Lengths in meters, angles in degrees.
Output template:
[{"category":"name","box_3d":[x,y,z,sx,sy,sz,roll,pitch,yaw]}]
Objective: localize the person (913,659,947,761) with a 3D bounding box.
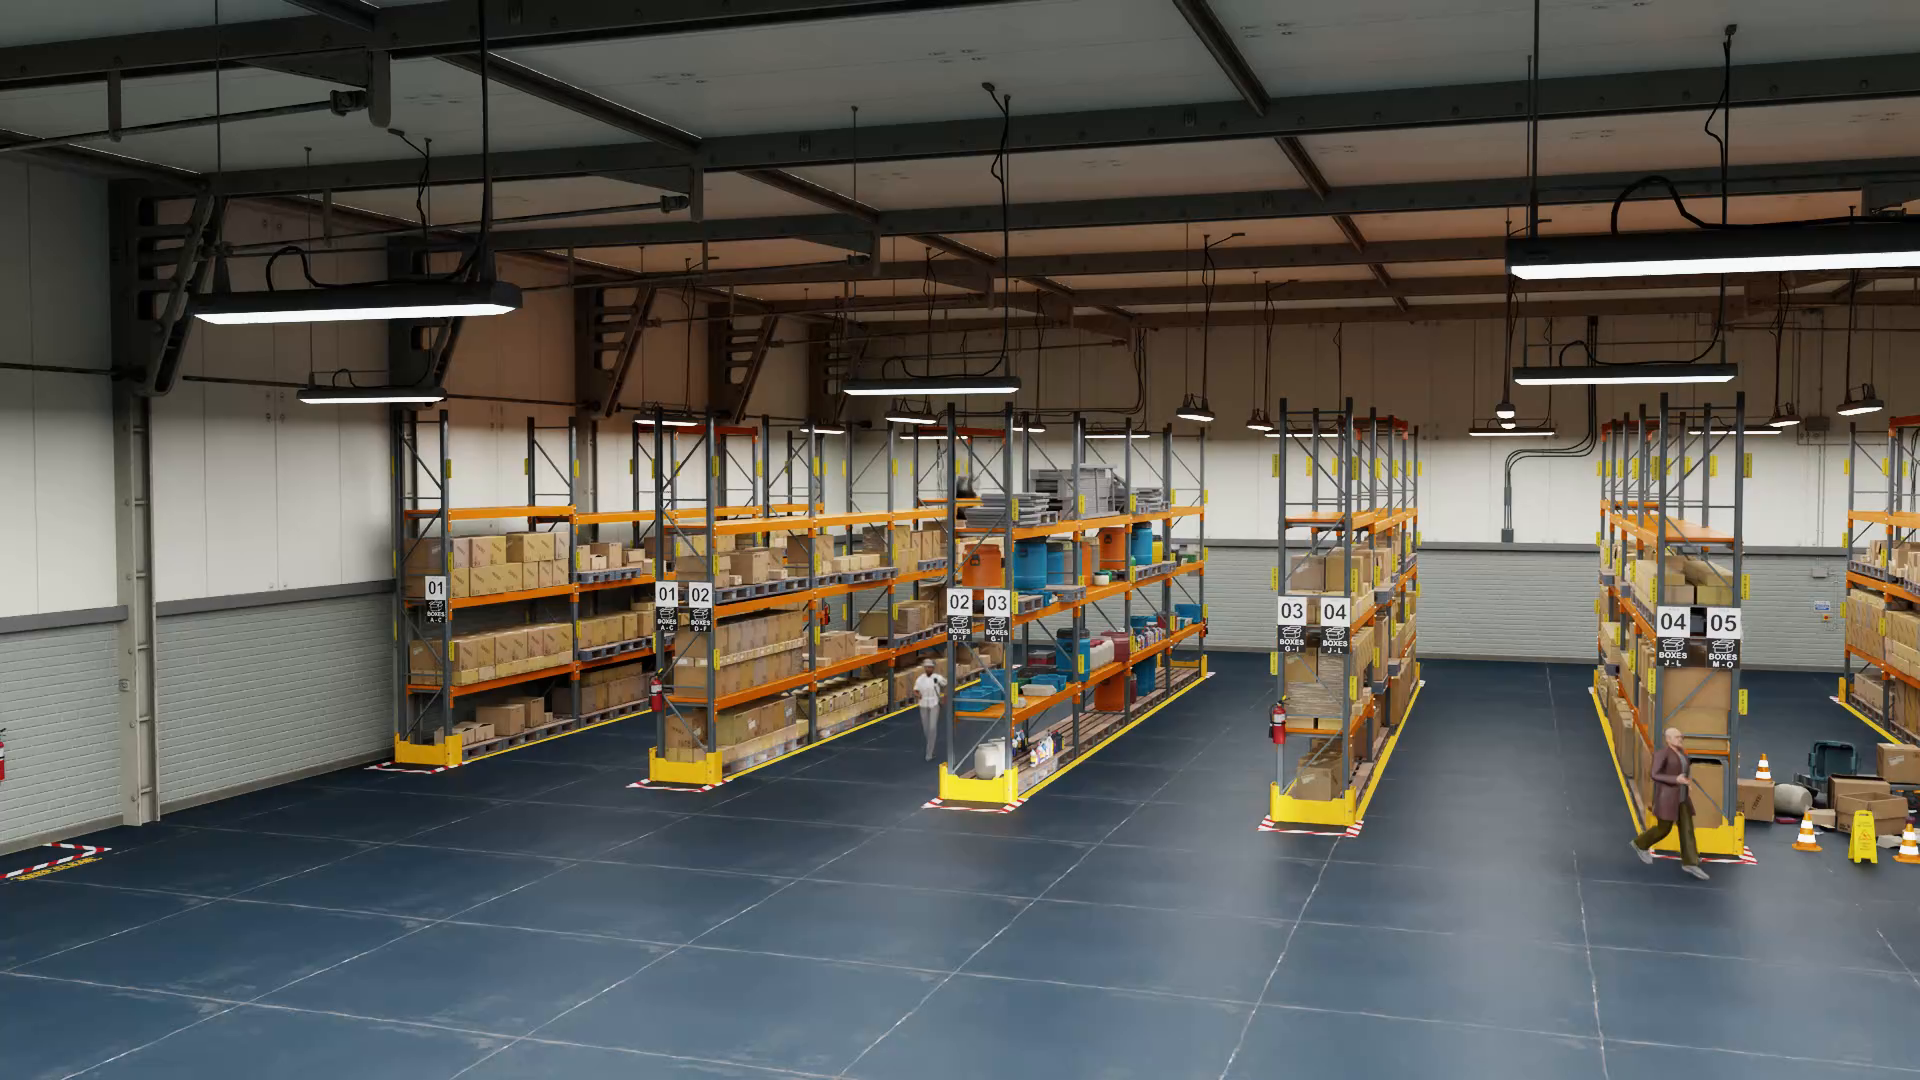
[{"category":"person","box_3d":[-0.524,2.918,28.869,0.587,1.729,0.895,1,3,13]}]

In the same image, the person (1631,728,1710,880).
[{"category":"person","box_3d":[8.783,3.216,20.526,0.716,1.799,1.040,-1,3,-28]}]
